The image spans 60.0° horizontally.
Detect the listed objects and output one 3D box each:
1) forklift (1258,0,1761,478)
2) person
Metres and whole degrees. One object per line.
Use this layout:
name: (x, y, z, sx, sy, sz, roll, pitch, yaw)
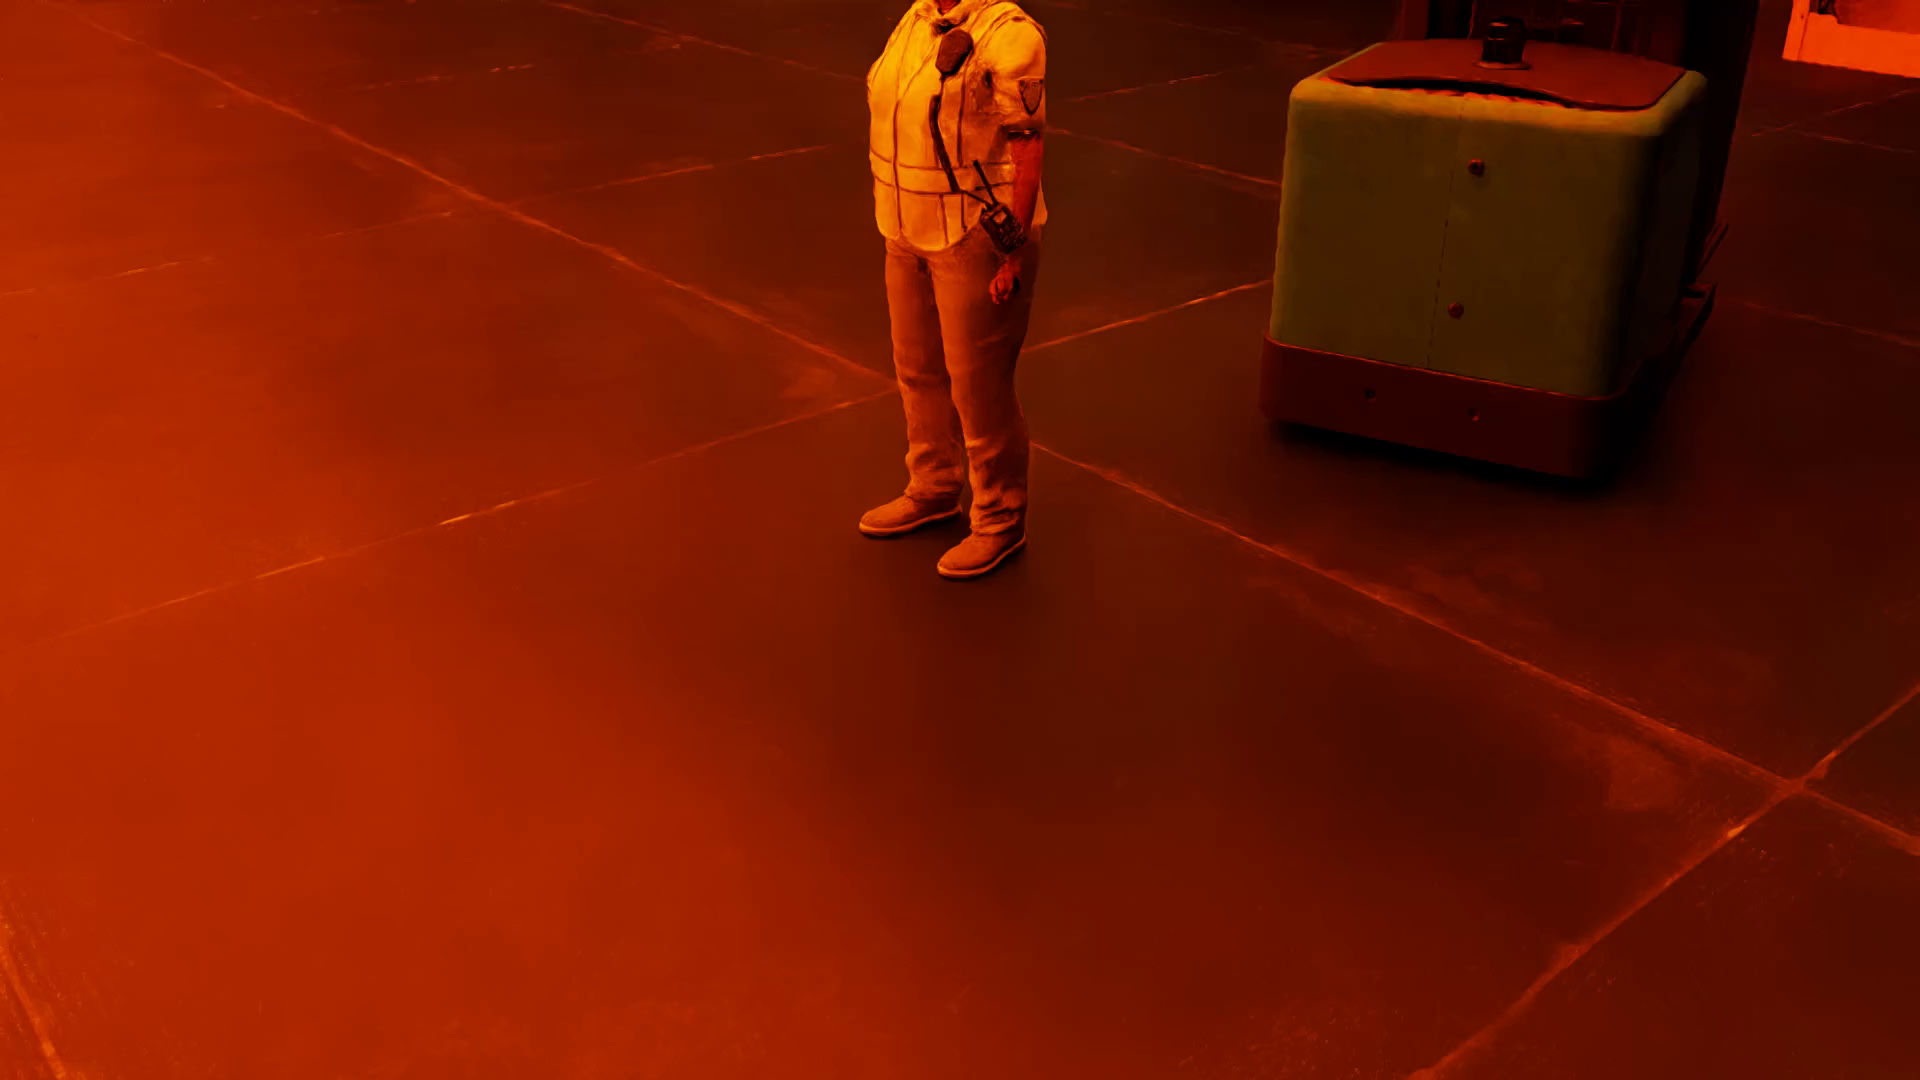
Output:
forklift: (2.100, -2.103, 5.442, 1.130, 2.935, 3.031, 14, 30, 27)
person: (-0.017, -0.741, 4.127, 0.390, 1.669, 0.482, -20, 33, -35)
